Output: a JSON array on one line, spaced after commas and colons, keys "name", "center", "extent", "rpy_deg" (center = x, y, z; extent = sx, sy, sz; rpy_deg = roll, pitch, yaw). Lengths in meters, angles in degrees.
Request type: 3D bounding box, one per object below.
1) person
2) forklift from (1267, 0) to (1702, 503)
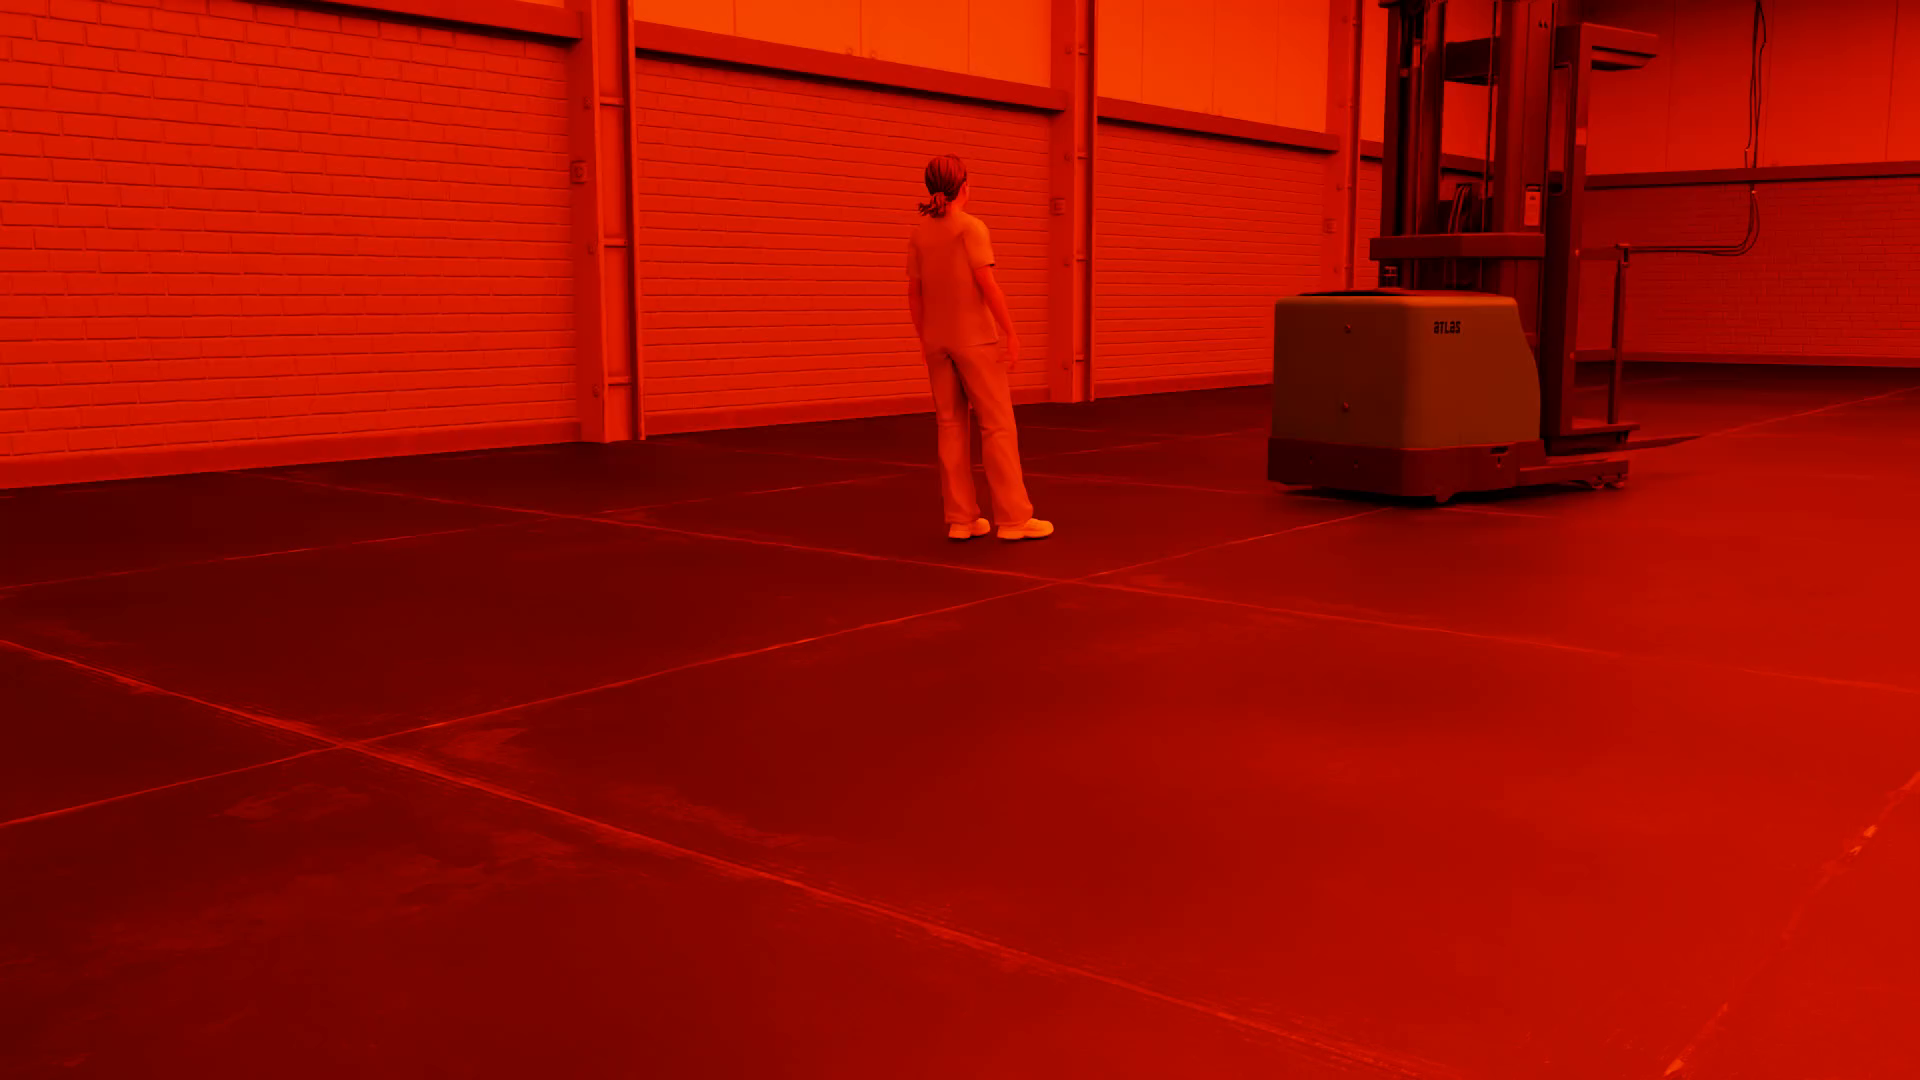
[{"name": "person", "center": [0.057, -0.844, 7.331], "extent": [0.549, 1.673, 0.548], "rpy_deg": [7, 11, 38]}, {"name": "forklift", "center": [3.180, -1.784, 9.471], "extent": [3.031, 2.935, 1.130], "rpy_deg": [-6, 10, -36]}]
